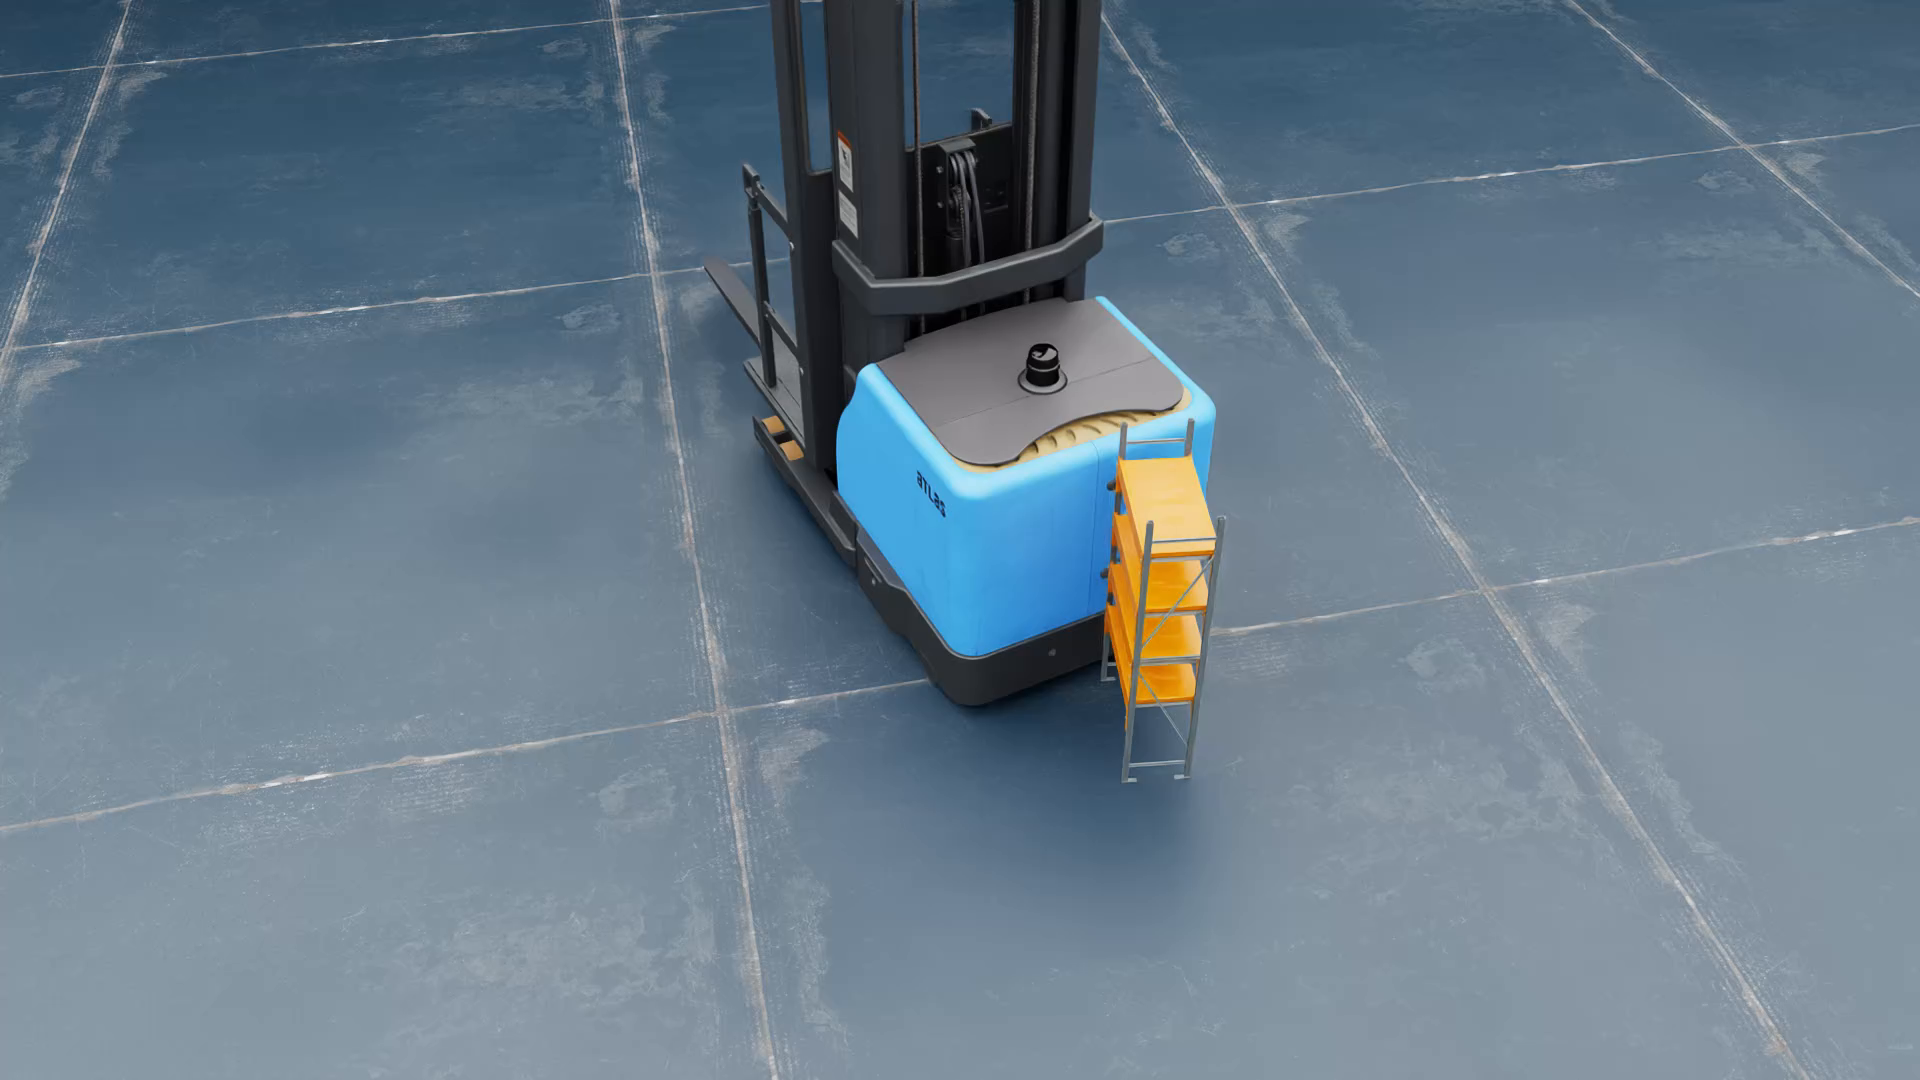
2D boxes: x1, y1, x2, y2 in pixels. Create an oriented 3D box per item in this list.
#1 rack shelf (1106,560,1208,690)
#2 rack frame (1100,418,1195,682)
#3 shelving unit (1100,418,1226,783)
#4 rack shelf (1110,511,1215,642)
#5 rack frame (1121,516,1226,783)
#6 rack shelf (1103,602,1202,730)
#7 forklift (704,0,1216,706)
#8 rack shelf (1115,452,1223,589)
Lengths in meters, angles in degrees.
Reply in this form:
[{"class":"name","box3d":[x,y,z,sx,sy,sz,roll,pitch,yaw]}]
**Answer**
[{"class":"rack shelf","box3d":[0.662,0.276,5.636,0.258,0.148,0.480,-3,42,-4]},{"class":"rack frame","box3d":[0.640,0.064,5.774,0.240,1.200,0.015,-3,42,-4]},{"class":"shelving unit","box3d":[0.662,0.226,5.592,0.258,1.200,0.503,-3,42,-4]},{"class":"rack shelf","box3d":[0.662,0.109,5.488,0.258,0.148,0.480,-3,42,-4]},{"class":"rack frame","box3d":[0.683,0.387,5.410,0.240,1.200,0.015,-3,42,-4]},{"class":"rack shelf","box3d":[0.662,0.425,5.768,0.258,0.148,0.480,-3,42,-4]},{"class":"forklift","box3d":[-0.229,-1.475,6.204,1.130,2.935,3.031,-19,45,-20]},{"class":"rack shelf","box3d":[0.662,-0.068,5.331,0.258,0.148,0.480,-3,42,-4]}]
